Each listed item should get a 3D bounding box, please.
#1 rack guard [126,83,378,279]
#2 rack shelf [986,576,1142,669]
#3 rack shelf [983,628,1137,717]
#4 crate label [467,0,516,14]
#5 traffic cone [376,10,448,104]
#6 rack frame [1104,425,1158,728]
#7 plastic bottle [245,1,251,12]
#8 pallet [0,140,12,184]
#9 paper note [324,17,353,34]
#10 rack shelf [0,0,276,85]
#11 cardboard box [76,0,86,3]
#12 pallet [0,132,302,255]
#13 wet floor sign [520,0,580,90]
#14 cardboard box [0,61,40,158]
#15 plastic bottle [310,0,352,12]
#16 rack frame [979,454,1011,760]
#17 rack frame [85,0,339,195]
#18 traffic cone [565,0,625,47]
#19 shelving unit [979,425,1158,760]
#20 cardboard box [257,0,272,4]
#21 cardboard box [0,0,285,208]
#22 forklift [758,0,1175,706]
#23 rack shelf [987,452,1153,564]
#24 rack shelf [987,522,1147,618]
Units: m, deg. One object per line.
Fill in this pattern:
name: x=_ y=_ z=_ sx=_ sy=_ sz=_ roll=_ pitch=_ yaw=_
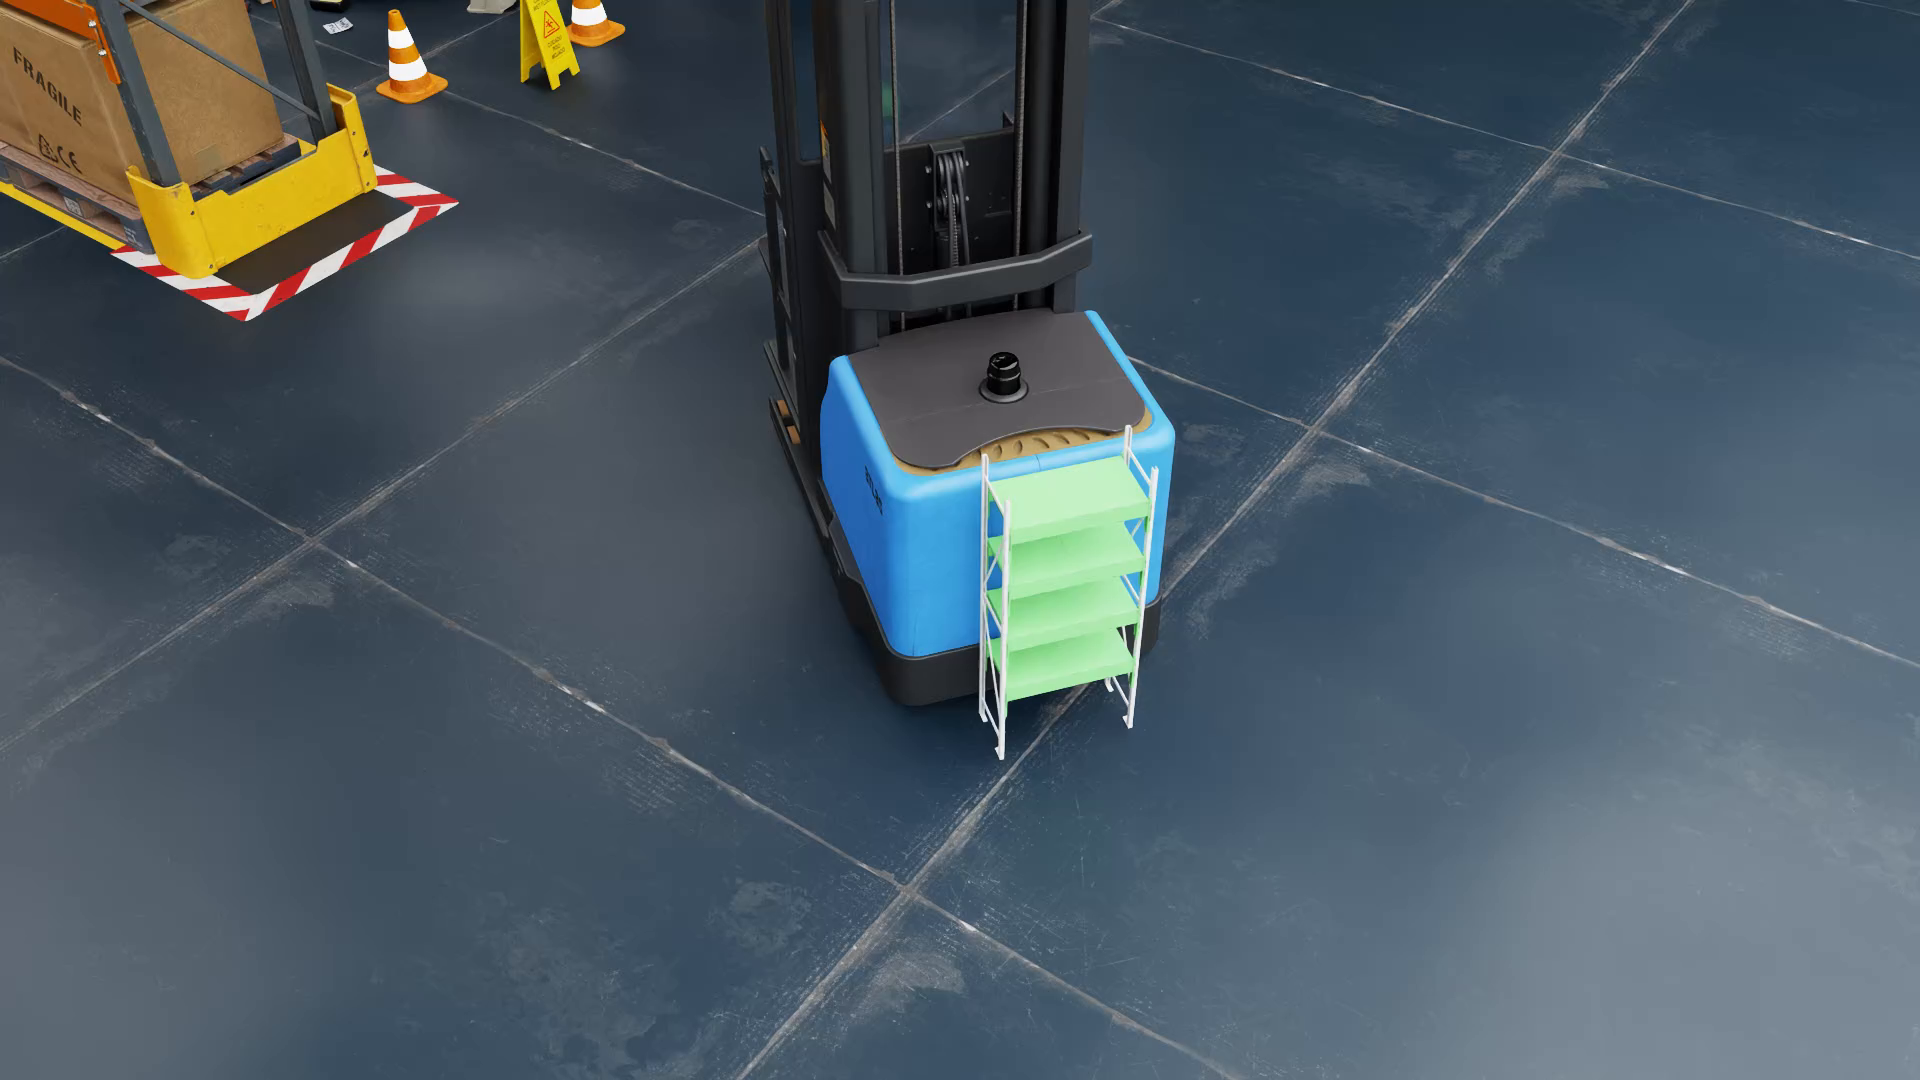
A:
rack guard: x=-3.554 y=-1.837 z=8.428 sx=0.348 sy=0.500 sz=1.175 roll=25 pitch=48 yaw=25
rack shelf: x=0.345 y=0.251 z=5.665 sx=0.480 sy=0.148 sz=0.258 roll=-12 pitch=43 yaw=-13
rack shelf: x=0.345 y=0.430 z=5.826 sx=0.480 sy=0.148 sz=0.258 roll=-12 pitch=43 yaw=-13
crate label: x=-2.945 y=-3.443 z=10.495 sx=0.298 sy=0.136 sz=0.250 roll=3 pitch=42 yaw=4
traffic cone: x=-3.193 y=-2.811 z=9.544 sx=0.334 sy=0.463 sz=0.336 roll=25 pitch=48 yaw=25
rack frame: x=0.577 y=0.154 z=5.678 sx=0.015 sy=1.200 sz=0.240 roll=-12 pitch=43 yaw=-13
plastic bottle: x=-4.557 y=-3.302 z=10.394 sx=0.133 sy=0.061 sz=0.283 roll=10 pitch=43 yaw=11
pallet: x=-5.268 y=-2.469 z=9.351 sx=1.213 sy=0.211 sz=1.003 roll=25 pitch=48 yaw=25
paper note: x=-3.849 y=-3.182 z=10.284 sx=0.144 sy=0.017 sz=0.142 roll=-25 pitch=48 yaw=-25
rack shelf: x=-5.211 y=-3.275 z=8.700 sx=4.000 sy=0.370 sz=1.077 roll=25 pitch=48 yaw=25
cardboard box: x=-3.904 y=-2.951 z=7.686 sx=0.550 sy=0.550 sz=0.875 roll=25 pitch=48 yaw=25
pallet: x=-4.273 y=-2.002 z=8.829 sx=1.213 sy=0.211 sz=1.003 roll=25 pitch=48 yaw=25
wet floor sign: x=-2.413 y=-2.970 z=9.585 sx=0.232 sy=0.644 sz=0.267 roll=17 pitch=45 yaw=18
cardboard box: x=-4.888 y=-2.702 z=8.798 sx=0.875 sy=0.875 sz=0.875 roll=24 pitch=47 yaw=25
plastic bottle: x=-4.007 y=-3.401 z=10.505 sx=0.283 sy=0.061 sz=0.133 roll=10 pitch=43 yaw=11
rack frame: x=0.112 y=0.253 z=5.568 sx=0.015 sy=1.200 sz=0.240 roll=-12 pitch=43 yaw=-13
rack frame: x=-3.574 y=-2.778 z=7.605 sx=0.127 sy=3.000 sz=1.000 roll=25 pitch=48 yaw=25
traffic cone: x=-2.266 y=-3.298 z=10.088 sx=0.334 sy=0.463 sz=0.336 roll=25 pitch=48 yaw=25
shelving unit: x=0.345 y=0.203 z=5.623 sx=0.503 sy=1.200 sz=0.258 roll=-12 pitch=43 yaw=-13
cardboard box: x=-4.384 y=-3.638 z=10.616 sx=0.396 sy=0.266 sz=0.258 roll=-34 pitch=52 yaw=-32
cardboard box: x=-4.167 y=-2.366 z=8.423 sx=0.875 sy=0.875 sz=0.875 roll=25 pitch=48 yaw=26
forklift: x=-0.191 y=-1.492 z=6.219 sx=1.130 sy=2.935 sz=3.031 roll=-12 pitch=43 yaw=-13
rack shelf: x=0.345 y=-0.107 z=5.345 sx=0.480 sy=0.148 sz=0.258 roll=-12 pitch=43 yaw=-13
rack shelf: x=0.345 y=0.072 z=5.505 sx=0.480 sy=0.148 sz=0.258 roll=-12 pitch=43 yaw=-13
